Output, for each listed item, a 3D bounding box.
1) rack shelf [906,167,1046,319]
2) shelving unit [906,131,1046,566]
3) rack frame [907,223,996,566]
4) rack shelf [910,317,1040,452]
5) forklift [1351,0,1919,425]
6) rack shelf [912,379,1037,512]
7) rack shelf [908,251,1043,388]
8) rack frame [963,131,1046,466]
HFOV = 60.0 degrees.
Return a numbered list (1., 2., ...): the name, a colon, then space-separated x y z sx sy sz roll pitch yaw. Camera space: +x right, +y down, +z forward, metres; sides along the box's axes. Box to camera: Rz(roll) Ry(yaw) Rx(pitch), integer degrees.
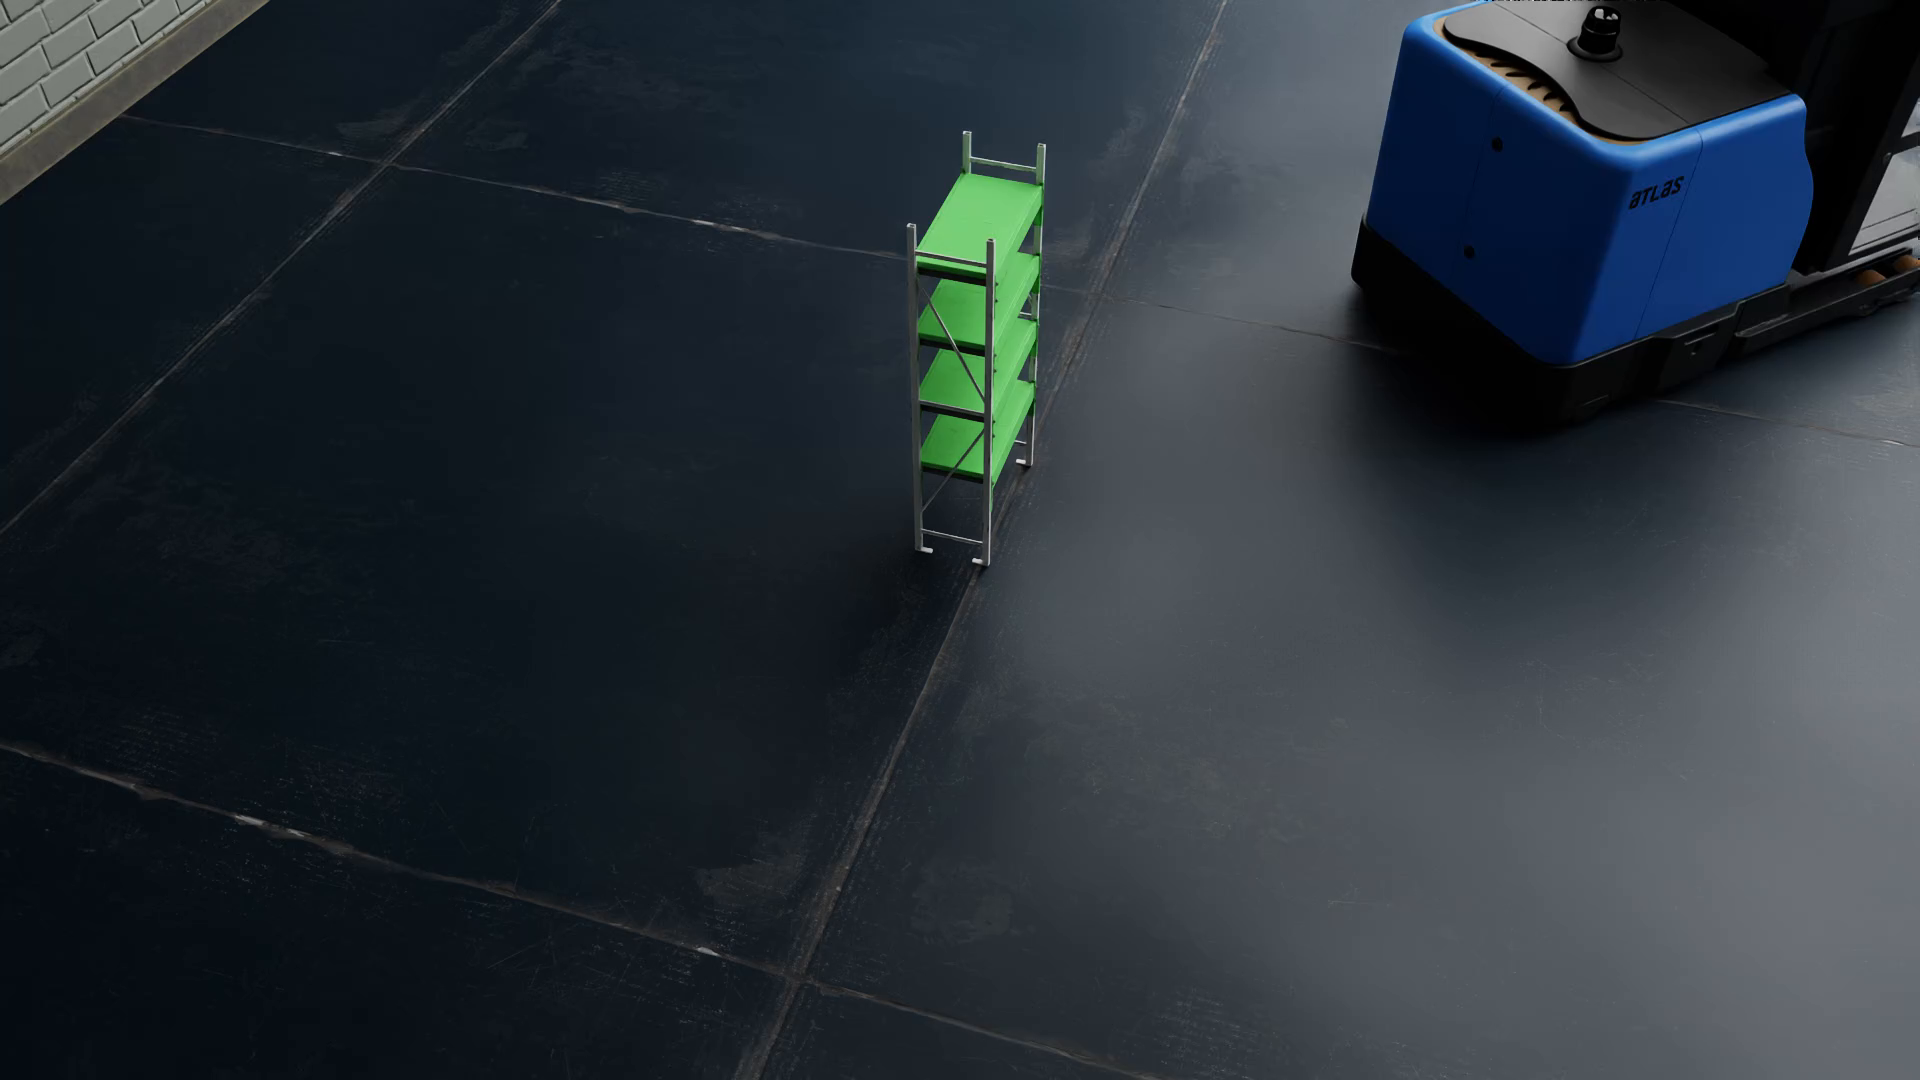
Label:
1. rack shelf: 0.050 -0.837 4.652 0.258 0.148 0.480 13 46 12
2. shelving unit: 0.050 -0.539 4.943 0.258 1.200 0.503 13 46 12
3. rack frame: -0.024 -0.377 4.777 0.240 1.200 0.015 13 46 12
4. rack shelf: 0.050 -0.494 4.988 0.258 0.148 0.480 13 46 12
5. forklift: 2.992 -2.173 5.375 3.031 2.935 1.130 -20 48 -20
6. rack shelf: 0.050 -0.322 5.156 0.258 0.148 0.480 13 46 12
7. rack shelf: 0.050 -0.665 4.820 0.258 0.148 0.480 13 46 12
8. rack frame: 0.124 -0.702 5.109 0.240 1.200 0.015 13 46 12
